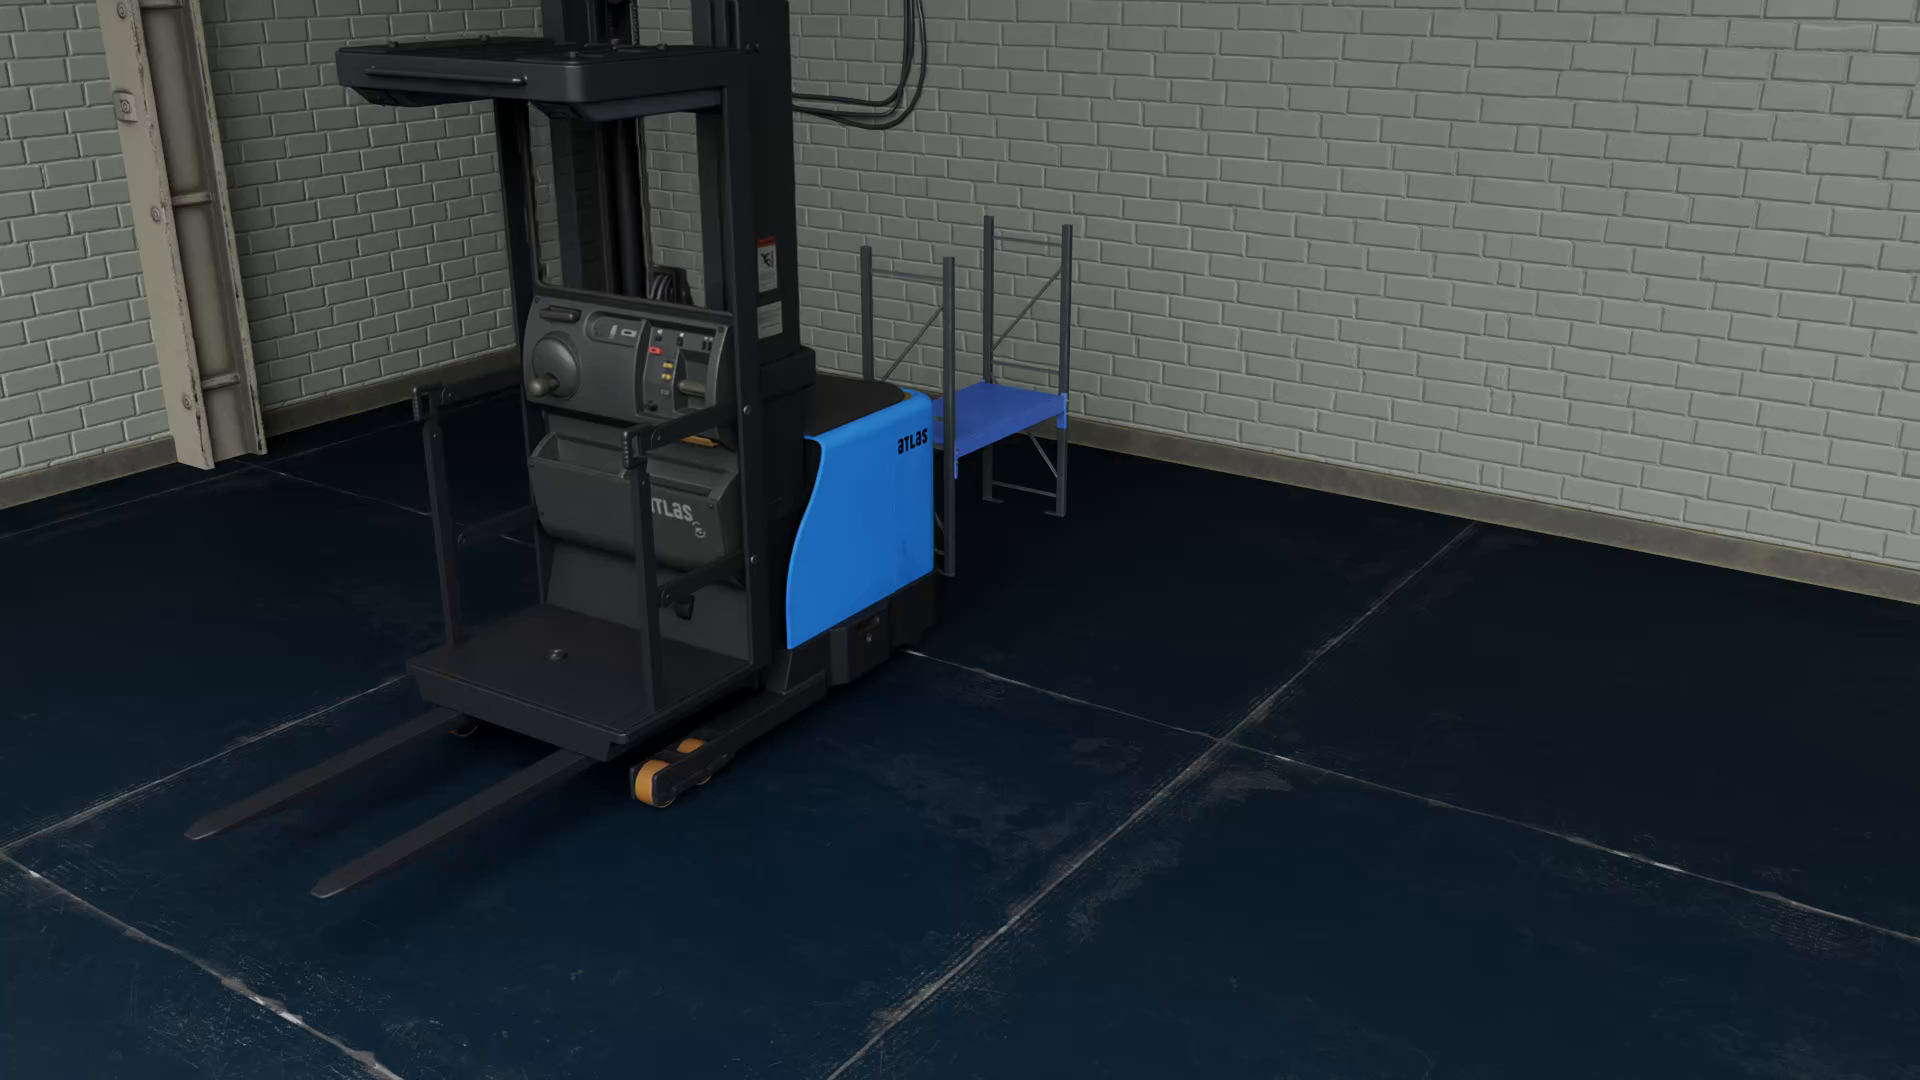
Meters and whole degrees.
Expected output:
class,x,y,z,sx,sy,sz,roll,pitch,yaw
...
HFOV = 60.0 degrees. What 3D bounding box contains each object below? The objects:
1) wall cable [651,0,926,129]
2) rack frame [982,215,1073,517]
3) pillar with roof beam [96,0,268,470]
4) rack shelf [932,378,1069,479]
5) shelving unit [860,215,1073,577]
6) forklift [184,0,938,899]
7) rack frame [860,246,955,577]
class,x,y,z,sx,sy,sz,roll,pitch,yaw
wall cable,-1.494,-3.831,10.127,3.097,2.526,0.112,13,24,32
rack frame,0.334,-0.874,8.465,0.500,1.500,0.032,13,24,32
pillar with roof beam,-0.683,-3.860,5.730,9.100,9.000,0.400,13,24,32
rack shelf,0.048,-0.559,8.133,0.538,0.185,1.000,13,24,32
shelving unit,0.048,-0.728,8.071,0.538,1.500,1.048,13,24,32
forklift,-1.312,-0.633,5.750,1.130,2.935,3.031,13,24,30
rack frame,-0.238,-0.582,7.677,0.500,1.500,0.032,13,24,32
